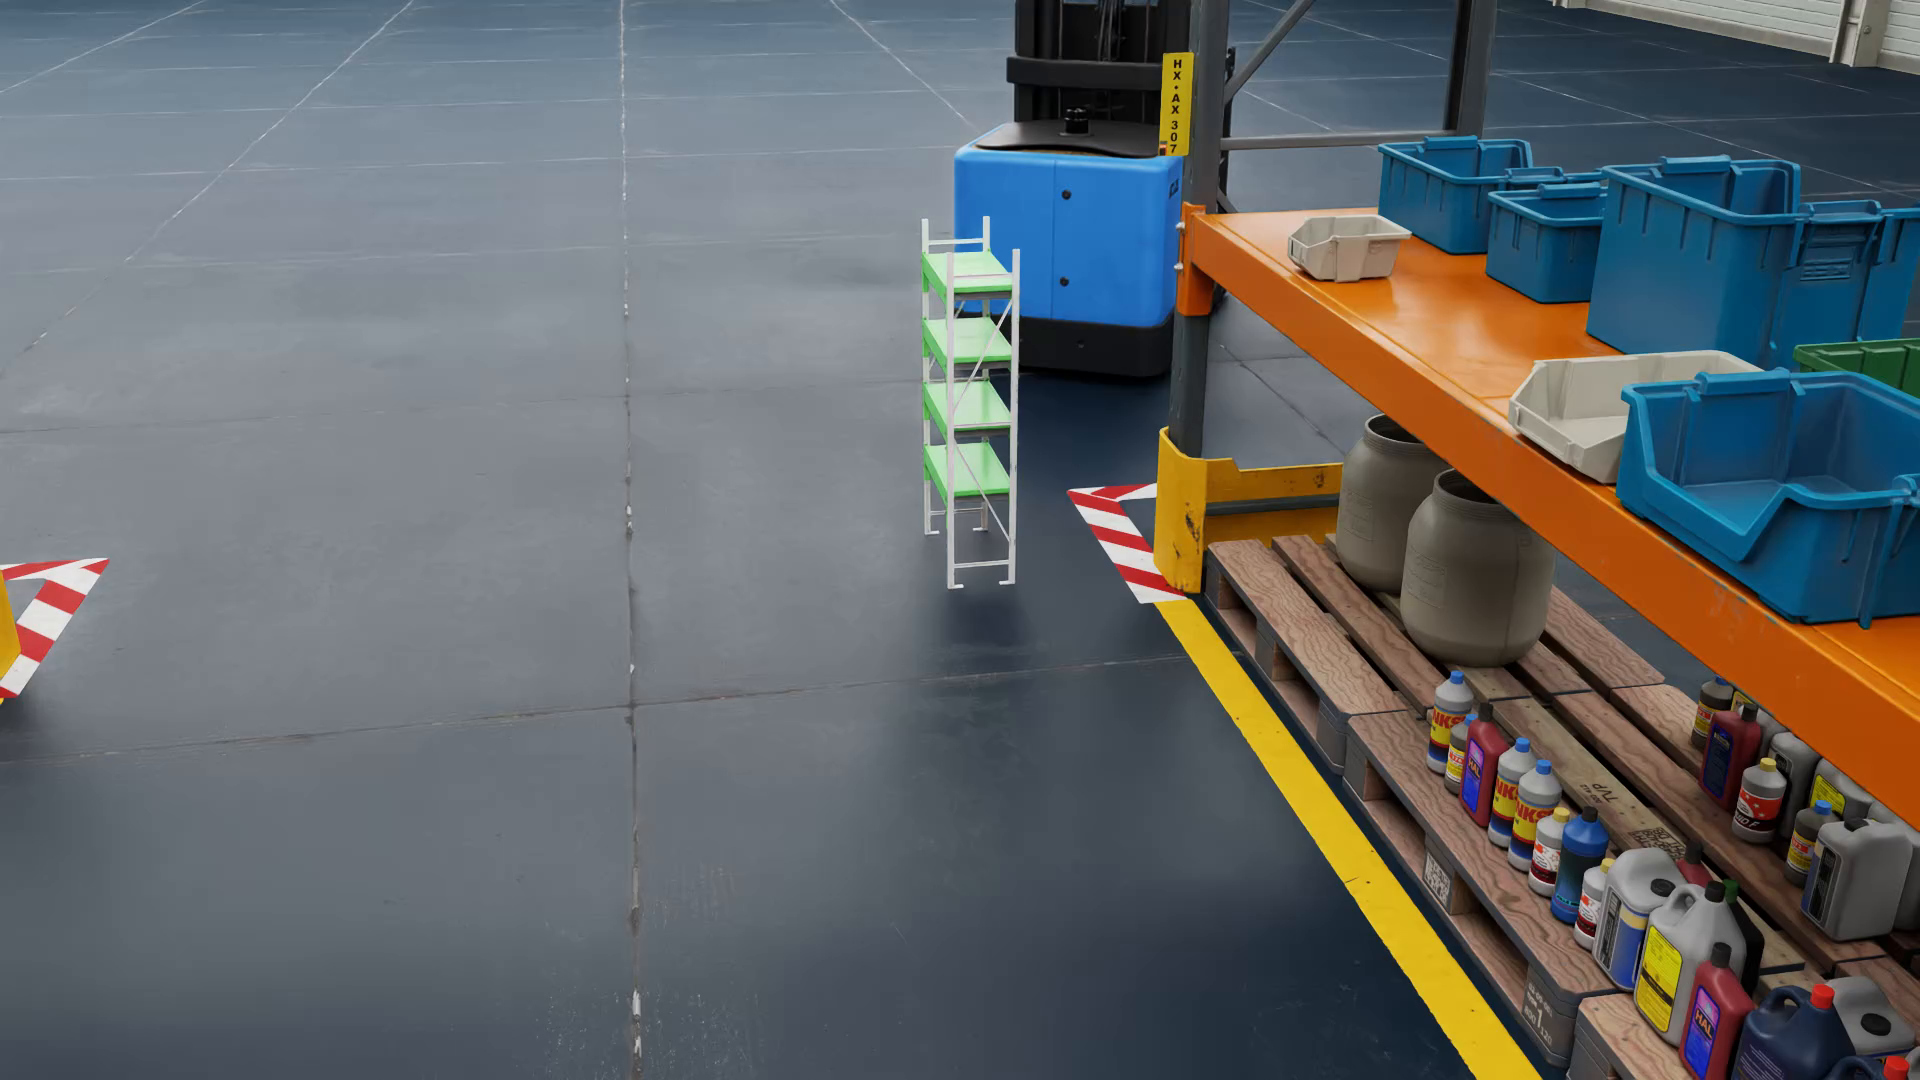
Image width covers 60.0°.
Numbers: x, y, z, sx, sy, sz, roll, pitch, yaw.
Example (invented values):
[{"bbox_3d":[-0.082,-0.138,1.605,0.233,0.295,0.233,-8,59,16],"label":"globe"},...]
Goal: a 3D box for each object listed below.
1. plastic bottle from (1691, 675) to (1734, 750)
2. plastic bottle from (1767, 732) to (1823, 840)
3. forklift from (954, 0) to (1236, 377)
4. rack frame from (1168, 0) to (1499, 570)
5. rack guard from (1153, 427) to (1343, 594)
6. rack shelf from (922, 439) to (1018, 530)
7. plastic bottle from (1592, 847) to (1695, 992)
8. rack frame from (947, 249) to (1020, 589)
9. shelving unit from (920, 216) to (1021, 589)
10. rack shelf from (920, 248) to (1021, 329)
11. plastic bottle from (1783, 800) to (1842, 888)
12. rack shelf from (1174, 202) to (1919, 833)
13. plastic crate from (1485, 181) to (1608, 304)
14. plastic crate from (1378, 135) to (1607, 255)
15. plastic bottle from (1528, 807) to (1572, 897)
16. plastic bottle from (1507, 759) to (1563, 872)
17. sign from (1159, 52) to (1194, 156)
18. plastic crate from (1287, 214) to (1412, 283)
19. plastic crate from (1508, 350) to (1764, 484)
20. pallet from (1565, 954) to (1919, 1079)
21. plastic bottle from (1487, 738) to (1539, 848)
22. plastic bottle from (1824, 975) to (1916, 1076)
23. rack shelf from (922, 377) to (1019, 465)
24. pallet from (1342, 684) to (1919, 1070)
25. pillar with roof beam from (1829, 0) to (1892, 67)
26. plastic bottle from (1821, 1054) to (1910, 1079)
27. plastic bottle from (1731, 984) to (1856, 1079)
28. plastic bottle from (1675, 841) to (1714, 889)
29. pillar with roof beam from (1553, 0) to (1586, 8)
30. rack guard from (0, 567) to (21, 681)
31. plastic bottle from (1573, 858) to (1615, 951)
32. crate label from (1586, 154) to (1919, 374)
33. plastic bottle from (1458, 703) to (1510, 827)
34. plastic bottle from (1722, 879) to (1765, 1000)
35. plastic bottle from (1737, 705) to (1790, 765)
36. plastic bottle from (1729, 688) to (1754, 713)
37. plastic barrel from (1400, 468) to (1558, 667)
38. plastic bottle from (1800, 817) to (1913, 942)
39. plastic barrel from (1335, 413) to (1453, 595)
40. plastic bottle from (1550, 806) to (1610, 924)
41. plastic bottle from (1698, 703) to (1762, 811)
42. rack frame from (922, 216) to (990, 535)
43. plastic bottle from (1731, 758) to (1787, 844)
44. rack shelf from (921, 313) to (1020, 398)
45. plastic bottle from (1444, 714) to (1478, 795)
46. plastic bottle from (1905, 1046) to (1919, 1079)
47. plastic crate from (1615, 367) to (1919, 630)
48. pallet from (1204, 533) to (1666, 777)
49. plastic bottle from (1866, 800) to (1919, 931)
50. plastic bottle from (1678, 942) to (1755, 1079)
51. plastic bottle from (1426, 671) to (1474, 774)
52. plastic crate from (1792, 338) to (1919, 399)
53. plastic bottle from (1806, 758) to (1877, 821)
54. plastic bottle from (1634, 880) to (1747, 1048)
[{"bbox_3d":[2.011,0.450,4.418,0.097,0.201,0.097,0,24,0],"label":"plastic bottle"},{"bbox_3d":[2.056,0.572,4.046,0.152,0.276,0.135,-5,24,-11],"label":"plastic bottle"},{"bbox_3d":[0.893,-2.674,8.711,1.130,2.935,3.031,7,25,16],"label":"forklift"},{"bbox_3d":[1.240,-1.320,5.525,1.000,3.000,0.127,-4,24,-10],"label":"rack frame"},{"bbox_3d":[1.301,-0.148,5.965,1.175,0.500,0.348,-4,24,-10],"label":"rack guard"},{"bbox_3d":[0.031,-0.206,5.982,0.258,0.148,0.480,-4,24,-10],"label":"rack shelf"},{"bbox_3d":[1.456,0.801,3.522,0.152,0.276,0.135,-4,24,-9],"label":"plastic bottle"},{"bbox_3d":[0.076,-0.389,5.641,0.240,1.200,0.015,-4,24,-10],"label":"rack frame"},{"bbox_3d":[0.031,-0.485,5.861,0.258,1.200,0.503,-4,24,-10],"label":"shelving unit"},{"bbox_3d":[0.031,-0.866,5.694,0.258,0.148,0.480,-4,24,-10],"label":"rack shelf"},{"bbox_3d":[1.980,0.697,3.853,0.097,0.201,0.097,0,24,0],"label":"plastic bottle"},{"bbox_3d":[1.610,-0.204,3.868,1.077,0.370,4.000,-4,24,-10],"label":"rack shelf"},{"bbox_3d":[1.742,-0.822,4.569,0.499,0.251,0.408,-4,24,-10],"label":"plastic crate"},{"bbox_3d":[1.627,-1.077,5.155,0.499,0.251,0.616,-4,24,-10],"label":"plastic crate"},{"bbox_3d":[1.370,0.710,3.824,0.097,0.201,0.097,0,24,0],"label":"plastic bottle"},{"bbox_3d":[1.351,0.639,3.899,0.097,0.271,0.097,0,24,0],"label":"plastic bottle"},{"bbox_3d":[0.699,-1.408,5.381,0.100,0.325,0.005,-4,24,-10],"label":"sign"},{"bbox_3d":[1.090,-0.824,4.718,0.298,0.136,0.250,-4,24,-10],"label":"plastic crate"},{"bbox_3d":[1.431,-0.246,3.395,0.530,0.136,0.437,-4,24,-10],"label":"plastic crate"},{"bbox_3d":[1.897,1.264,3.093,1.003,0.211,1.213,-4,24,-10],"label":"pallet"},{"bbox_3d":[1.333,0.599,3.989,0.097,0.271,0.097,0,24,0],"label":"plastic bottle"},{"bbox_3d":[1.683,0.971,3.132,0.152,0.276,0.135,-4,24,-10],"label":"plastic bottle"},{"bbox_3d":[0.031,-0.426,5.886,0.258,0.148,0.480,-4,24,-10],"label":"rack shelf"},{"bbox_3d":[1.668,0.783,4.194,1.003,0.211,1.213,-4,24,-10],"label":"pallet"},{"bbox_3d":[5.506,-8.993,15.597,9.100,9.000,0.400,-4,24,-10],"label":"pillar with roof beam"},{"bbox_3d":[1.578,1.033,2.896,0.144,0.351,0.185,-5,24,-11],"label":"plastic bottle"},{"bbox_3d":[1.542,0.958,3.069,0.144,0.351,0.185,-6,24,-12],"label":"plastic bottle"},{"bbox_3d":[1.561,0.789,3.539,0.061,0.283,0.133,-4,24,-10],"label":"plastic bottle"},{"bbox_3d":[4.397,-11.353,21.001,9.100,9.000,0.400,-4,24,-10],"label":"pillar with roof beam"},{"bbox_3d":[-3.613,0.222,5.118,1.175,0.500,0.348,-4,24,-10],"label":"rack guard"},{"bbox_3d":[1.408,0.791,3.638,0.097,0.201,0.097,0,24,0],"label":"plastic bottle"},{"bbox_3d":[1.847,-0.633,3.906,0.502,0.435,0.616,-4,24,-10],"label":"crate label"},{"bbox_3d":[1.293,0.550,4.088,0.061,0.283,0.133,-4,24,-9],"label":"plastic bottle"},{"bbox_3d":[1.579,0.844,3.414,0.061,0.283,0.133,-4,24,-10],"label":"plastic bottle"},{"bbox_3d":[2.031,0.517,4.171,0.152,0.276,0.135,-4,24,-9],"label":"plastic bottle"},{"bbox_3d":[2.050,0.457,4.299,0.061,0.283,0.133,-4,24,-8],"label":"plastic bottle"},{"bbox_3d":[1.530,0.078,4.908,0.421,0.512,0.421,0,24,0],"label":"plastic barrel"},{"bbox_3d":[1.984,0.731,3.682,0.152,0.276,0.135,-4,24,-10],"label":"plastic bottle"},{"bbox_3d":[1.437,-0.119,5.359,0.421,0.512,0.421,0,24,0],"label":"plastic barrel"},{"bbox_3d":[1.389,0.718,3.716,0.097,0.271,0.097,0,24,0],"label":"plastic bottle"},{"bbox_3d":[1.926,0.522,4.151,0.061,0.283,0.133,-4,24,-10],"label":"plastic bottle"},{"bbox_3d":[-0.015,-0.581,6.081,0.240,1.200,0.015,-4,24,-10],"label":"rack frame"},{"bbox_3d":[1.937,0.623,4.023,0.097,0.201,0.097,0,24,0],"label":"plastic bottle"},{"bbox_3d":[0.031,-0.646,5.790,0.258,0.148,0.480,-4,24,-10],"label":"rack shelf"},{"bbox_3d":[1.289,0.537,4.218,0.097,0.201,0.097,0,24,0],"label":"plastic bottle"},{"bbox_3d":[1.719,1.023,2.921,0.144,0.351,0.185,-4,24,-10],"label":"plastic bottle"},{"bbox_3d":[1.509,-0.094,2.903,0.499,0.251,0.616,-4,24,-10],"label":"plastic crate"},{"bbox_3d":[1.446,0.304,5.290,1.003,0.211,1.213,-4,24,-10],"label":"pallet"},{"bbox_3d":[2.125,0.676,3.715,0.144,0.351,0.185,-4,24,-10],"label":"plastic bottle"},{"bbox_3d":[1.471,0.928,3.222,0.061,0.283,0.133,-3,24,-6],"label":"plastic bottle"},{"bbox_3d":[1.269,0.465,4.298,0.097,0.271,0.097,0,24,0],"label":"plastic bottle"},{"bbox_3d":[2.006,-0.205,3.236,0.450,0.188,0.662,-4,24,-10],"label":"plastic crate"},{"bbox_3d":[2.091,0.603,3.883,0.144,0.351,0.185,-3,24,-8],"label":"plastic bottle"},{"bbox_3d":[1.483,0.831,3.360,0.144,0.351,0.185,-4,24,-10],"label":"plastic bottle"}]
